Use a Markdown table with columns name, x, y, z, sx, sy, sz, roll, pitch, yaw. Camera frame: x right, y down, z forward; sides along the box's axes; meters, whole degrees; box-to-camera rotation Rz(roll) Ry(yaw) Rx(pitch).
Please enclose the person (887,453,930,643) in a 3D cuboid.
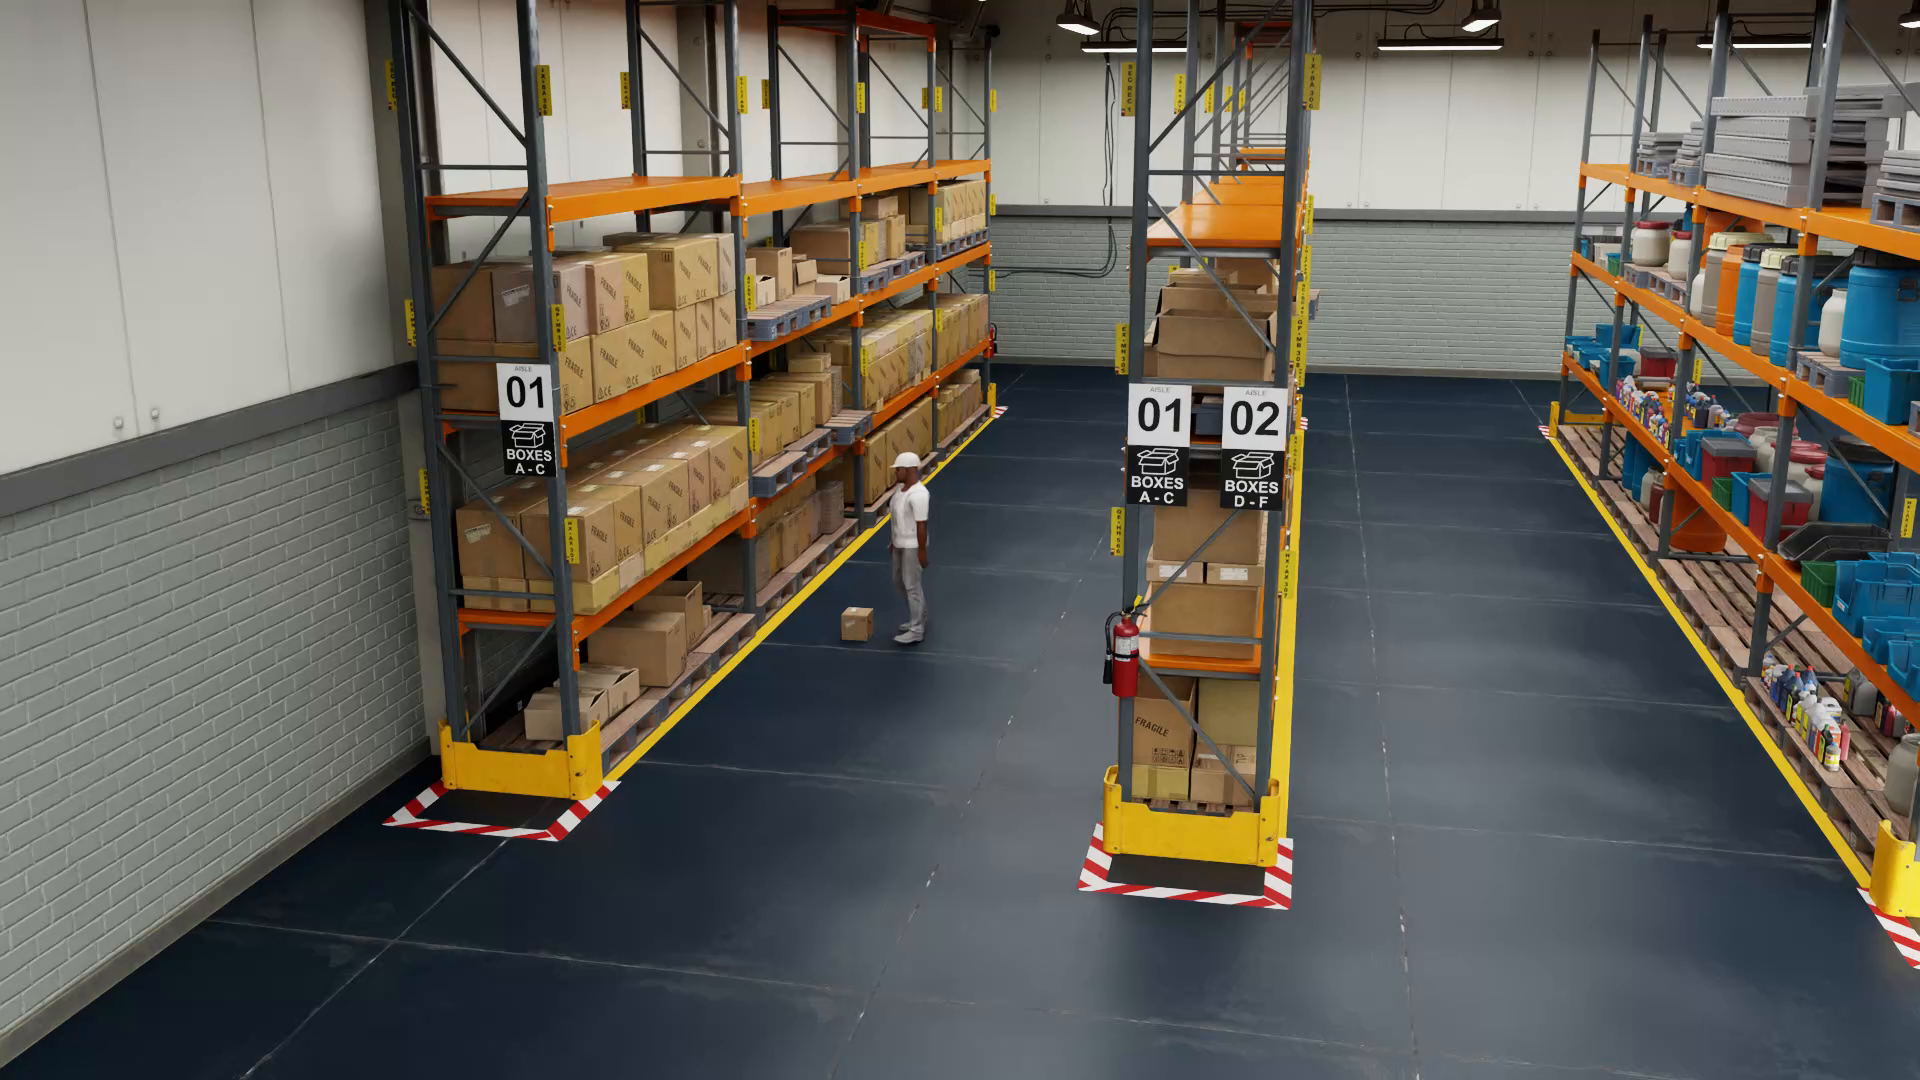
| name | x | y | z | sx | sy | sz | roll | pitch | yaw |
| --- | --- | --- | --- | --- | --- | --- | --- | --- | --- |
| person | -0.472 | 0.049 | 15.659 | 0.461 | 1.769 | 0.557 | -5 | 15 | -19 |
